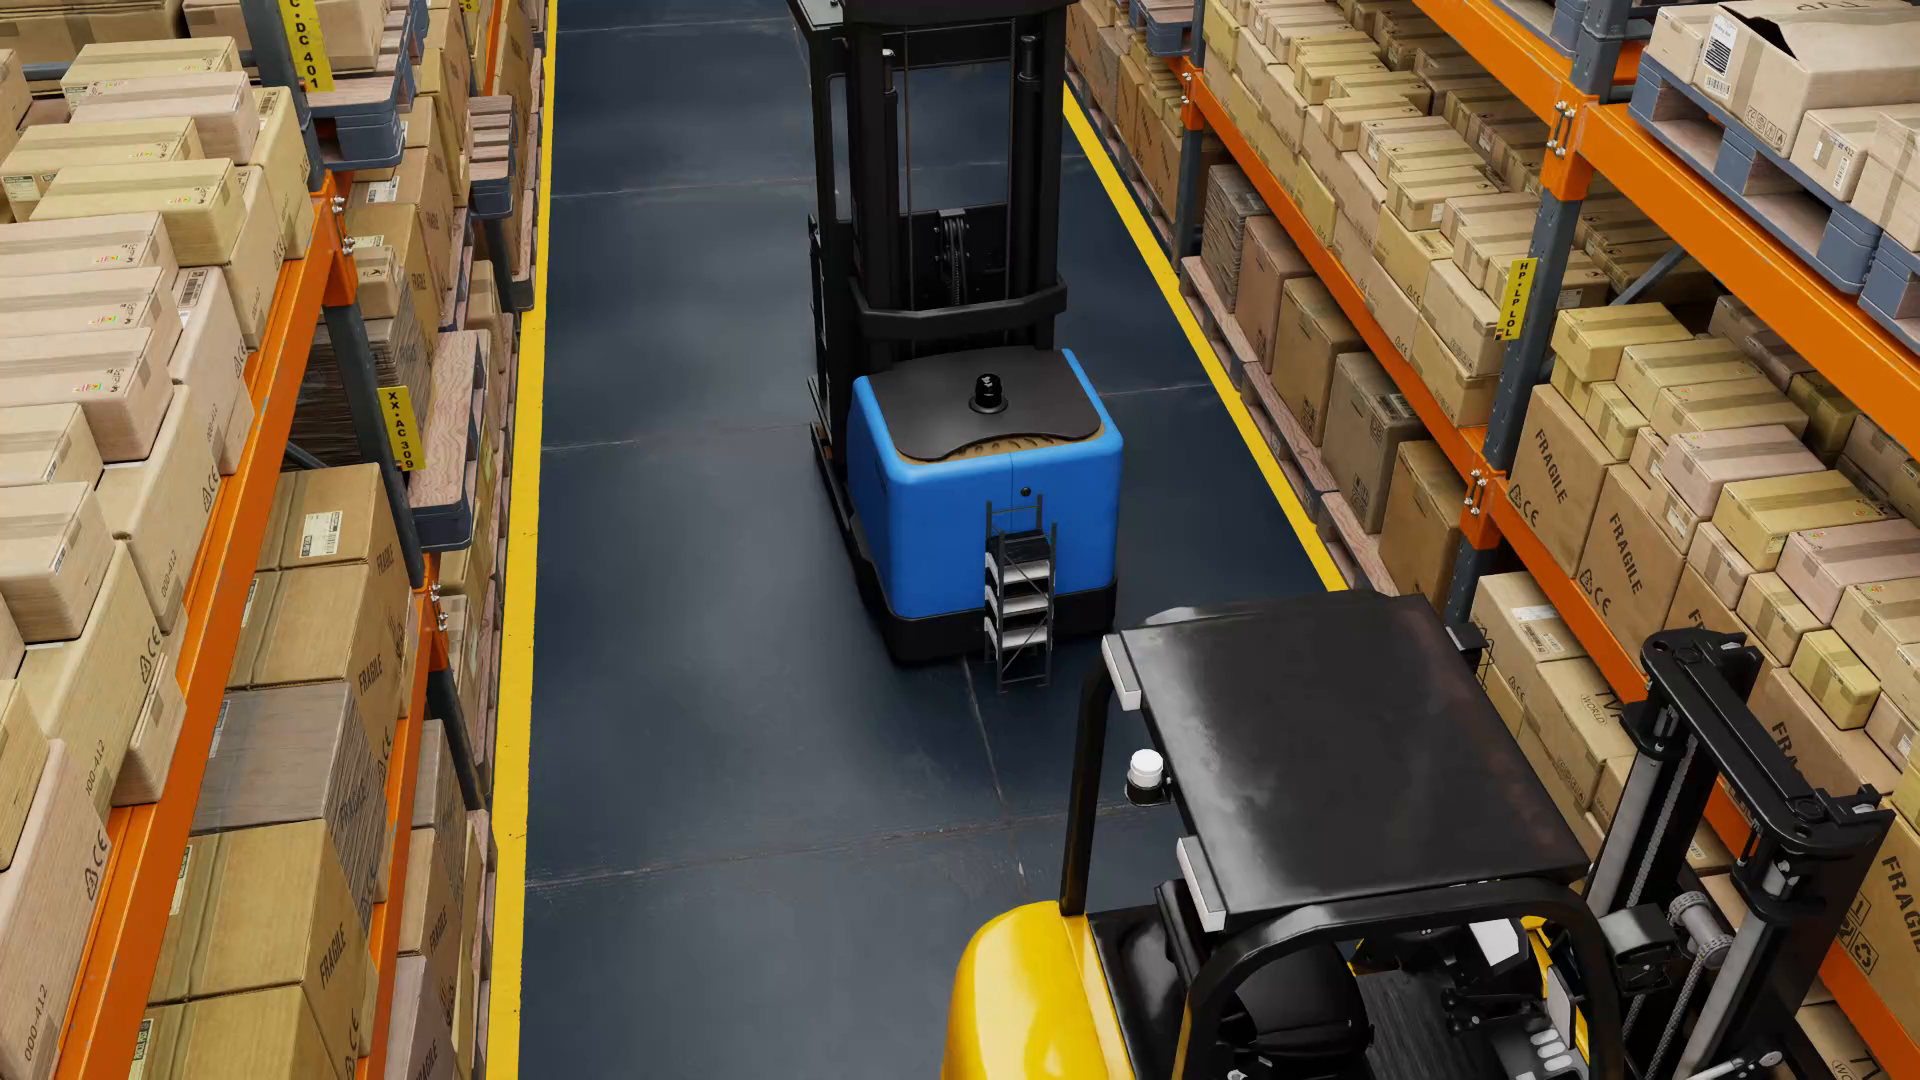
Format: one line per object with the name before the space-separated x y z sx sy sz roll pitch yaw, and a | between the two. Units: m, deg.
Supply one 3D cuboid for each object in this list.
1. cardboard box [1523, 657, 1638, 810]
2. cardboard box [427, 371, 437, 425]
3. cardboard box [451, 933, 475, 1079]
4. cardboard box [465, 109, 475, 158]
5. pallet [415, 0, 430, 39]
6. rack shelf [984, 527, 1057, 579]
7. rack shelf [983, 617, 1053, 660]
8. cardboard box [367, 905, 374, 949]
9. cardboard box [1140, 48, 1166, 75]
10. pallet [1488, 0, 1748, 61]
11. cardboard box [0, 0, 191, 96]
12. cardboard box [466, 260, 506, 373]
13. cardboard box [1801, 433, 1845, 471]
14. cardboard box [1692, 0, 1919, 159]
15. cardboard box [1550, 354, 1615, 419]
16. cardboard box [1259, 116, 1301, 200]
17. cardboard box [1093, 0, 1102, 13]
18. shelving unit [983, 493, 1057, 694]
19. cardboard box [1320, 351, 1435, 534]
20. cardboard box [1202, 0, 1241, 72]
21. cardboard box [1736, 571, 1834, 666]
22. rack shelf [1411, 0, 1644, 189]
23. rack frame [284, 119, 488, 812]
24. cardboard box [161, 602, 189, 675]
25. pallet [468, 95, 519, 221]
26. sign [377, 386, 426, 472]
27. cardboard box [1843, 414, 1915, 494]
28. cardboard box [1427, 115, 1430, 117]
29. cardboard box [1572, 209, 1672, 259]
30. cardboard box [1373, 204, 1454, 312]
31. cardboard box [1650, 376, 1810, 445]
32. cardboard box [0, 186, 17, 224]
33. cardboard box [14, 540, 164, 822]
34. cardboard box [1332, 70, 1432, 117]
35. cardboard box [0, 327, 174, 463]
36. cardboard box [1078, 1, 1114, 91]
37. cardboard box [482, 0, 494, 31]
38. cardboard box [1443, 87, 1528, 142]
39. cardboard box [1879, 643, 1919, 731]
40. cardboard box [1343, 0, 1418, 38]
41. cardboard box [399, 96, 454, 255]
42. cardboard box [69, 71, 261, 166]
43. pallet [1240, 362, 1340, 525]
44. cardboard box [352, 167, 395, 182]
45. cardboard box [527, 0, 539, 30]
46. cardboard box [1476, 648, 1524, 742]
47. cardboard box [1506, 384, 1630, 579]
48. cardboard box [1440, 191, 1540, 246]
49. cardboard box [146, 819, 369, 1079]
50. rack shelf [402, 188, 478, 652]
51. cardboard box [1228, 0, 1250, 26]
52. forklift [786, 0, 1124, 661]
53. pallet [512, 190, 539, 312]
cardboard box | 2.372 0.667 5.931 0.500 0.250 0.500 -6 38 -8
cardboard box | -2.191 -0.544 6.268 0.380 0.149 0.250 -5 38 -7
cardboard box | -1.898 1.610 5.531 0.500 0.250 0.500 -7 38 -9
cardboard box | -2.576 -1.967 8.099 0.380 0.149 0.250 -7 38 -8
pallet | -2.558 -2.079 6.089 1.213 0.211 1.003 -6 38 -8
rack shelf | 0.252 0.053 6.962 0.258 0.077 0.200 -9 39 -11
rack shelf | 0.252 0.409 7.238 0.258 0.077 0.200 -9 39 -11
cardboard box | -1.817 1.073 4.528 0.380 0.149 0.250 -7 38 -9
cardboard box | 1.396 -3.106 10.869 0.380 0.149 0.250 -5 38 -7
pallet | 2.349 -2.135 6.164 0.805 0.209 1.217 -8 39 -10
cardboard box | -2.615 -1.587 5.082 0.500 0.250 0.500 -7 38 -9
cardboard box | -2.982 -1.160 8.998 0.950 0.372 0.625 -9 39 -11
cardboard box | 2.942 -0.315 5.501 0.380 0.149 0.250 -5 38 -7
cardboard box | 2.422 -1.320 4.608 0.500 0.311 0.500 -5 38 -7
cardboard box | 2.313 -0.569 5.827 0.380 0.149 0.250 -7 38 -9
cardboard box | 1.833 -1.942 8.327 0.500 0.250 0.500 -7 38 -9
cardboard box | 1.164 -3.884 11.871 0.380 0.149 0.250 -6 38 -8
shelving unit | 0.252 0.240 7.107 0.258 0.900 0.210 -9 39 -11
cardboard box | 2.285 -0.506 7.949 0.875 0.625 0.625 -7 38 -8
cardboard box | 1.628 -2.752 8.962 0.500 0.250 0.500 -6 38 -8
cardboard box | 2.509 0.207 4.828 0.380 0.149 0.250 -7 38 -9
rack shelf | 2.166 -2.603 7.197 1.077 0.370 4.000 -6 38 -8
rack frame | -2.370 0.042 5.651 1.000 3.000 0.127 -6 38 -8
cardboard box | -1.724 0.202 3.204 0.380 0.149 0.250 -7 38 -9
pallet | -2.841 -1.880 8.281 1.213 0.211 1.003 -6 38 -8
sign | -1.837 -0.363 5.467 0.100 0.325 0.005 -6 38 -8
cardboard box | 3.038 -0.288 5.223 0.380 0.149 0.250 -7 38 -9
cardboard box | 2.424 -1.891 7.854 0.500 0.250 0.500 -7 38 -9
cardboard box | 2.670 -1.193 6.630 0.380 0.149 0.250 -7 38 -9
cardboard box | 2.081 -1.212 6.979 0.500 0.250 0.500 -7 38 -9
cardboard box | 2.468 -0.382 5.344 0.380 0.149 0.250 -7 38 -9
cardboard box | -2.463 -0.595 3.906 0.500 0.250 0.500 -7 38 -8
cardboard box | -1.688 0.268 2.795 0.500 0.250 0.500 -5 38 -7
cardboard box | 1.958 -2.057 7.742 0.380 0.149 0.250 -6 38 -8
cardboard box | -1.734 -0.264 3.155 0.380 0.149 0.250 -6 38 -7
cardboard box | 1.163 -3.566 11.991 0.500 0.500 0.500 -7 38 -9
cardboard box | -3.103 -3.263 10.028 0.500 0.250 0.500 -5 38 -6
cardboard box | 2.444 -1.951 7.606 0.380 0.149 0.250 -6 38 -8
cardboard box | 2.673 0.389 4.352 0.380 0.149 0.250 -6 38 -7
cardboard box | 2.212 -2.722 8.599 0.380 0.149 0.250 -6 38 -8
cardboard box | -2.432 -1.507 6.978 0.500 0.500 0.500 -8 39 -10
cardboard box | -1.978 -1.042 4.156 0.380 0.149 0.250 -7 38 -9
pallet | 2.131 -0.572 8.715 1.003 0.211 1.213 -6 38 -8
cardboard box | -2.396 -1.504 6.446 0.380 0.149 0.250 -4 38 -5
cardboard box | -3.777 -4.335 13.031 0.875 0.438 0.875 -7 38 -9
cardboard box | 2.297 0.554 6.484 0.500 0.250 0.500 -6 38 -8
cardboard box | 2.337 -0.238 5.929 0.500 0.500 0.500 -7 38 -9
cardboard box | 2.184 -1.280 6.742 0.380 0.149 0.250 -6 38 -8
cardboard box | -1.760 1.058 4.019 0.500 0.500 0.500 -7 38 -9
rack shelf | -2.721 -0.882 7.427 1.077 0.370 4.000 -6 38 -8
cardboard box | 1.629 -2.821 8.726 0.380 0.149 0.250 -5 38 -7
forklift | -0.155 -1.530 7.730 1.130 2.935 3.031 -9 39 -11
pallet | -3.135 -1.757 10.240 1.003 0.211 1.213 -6 38 -8
